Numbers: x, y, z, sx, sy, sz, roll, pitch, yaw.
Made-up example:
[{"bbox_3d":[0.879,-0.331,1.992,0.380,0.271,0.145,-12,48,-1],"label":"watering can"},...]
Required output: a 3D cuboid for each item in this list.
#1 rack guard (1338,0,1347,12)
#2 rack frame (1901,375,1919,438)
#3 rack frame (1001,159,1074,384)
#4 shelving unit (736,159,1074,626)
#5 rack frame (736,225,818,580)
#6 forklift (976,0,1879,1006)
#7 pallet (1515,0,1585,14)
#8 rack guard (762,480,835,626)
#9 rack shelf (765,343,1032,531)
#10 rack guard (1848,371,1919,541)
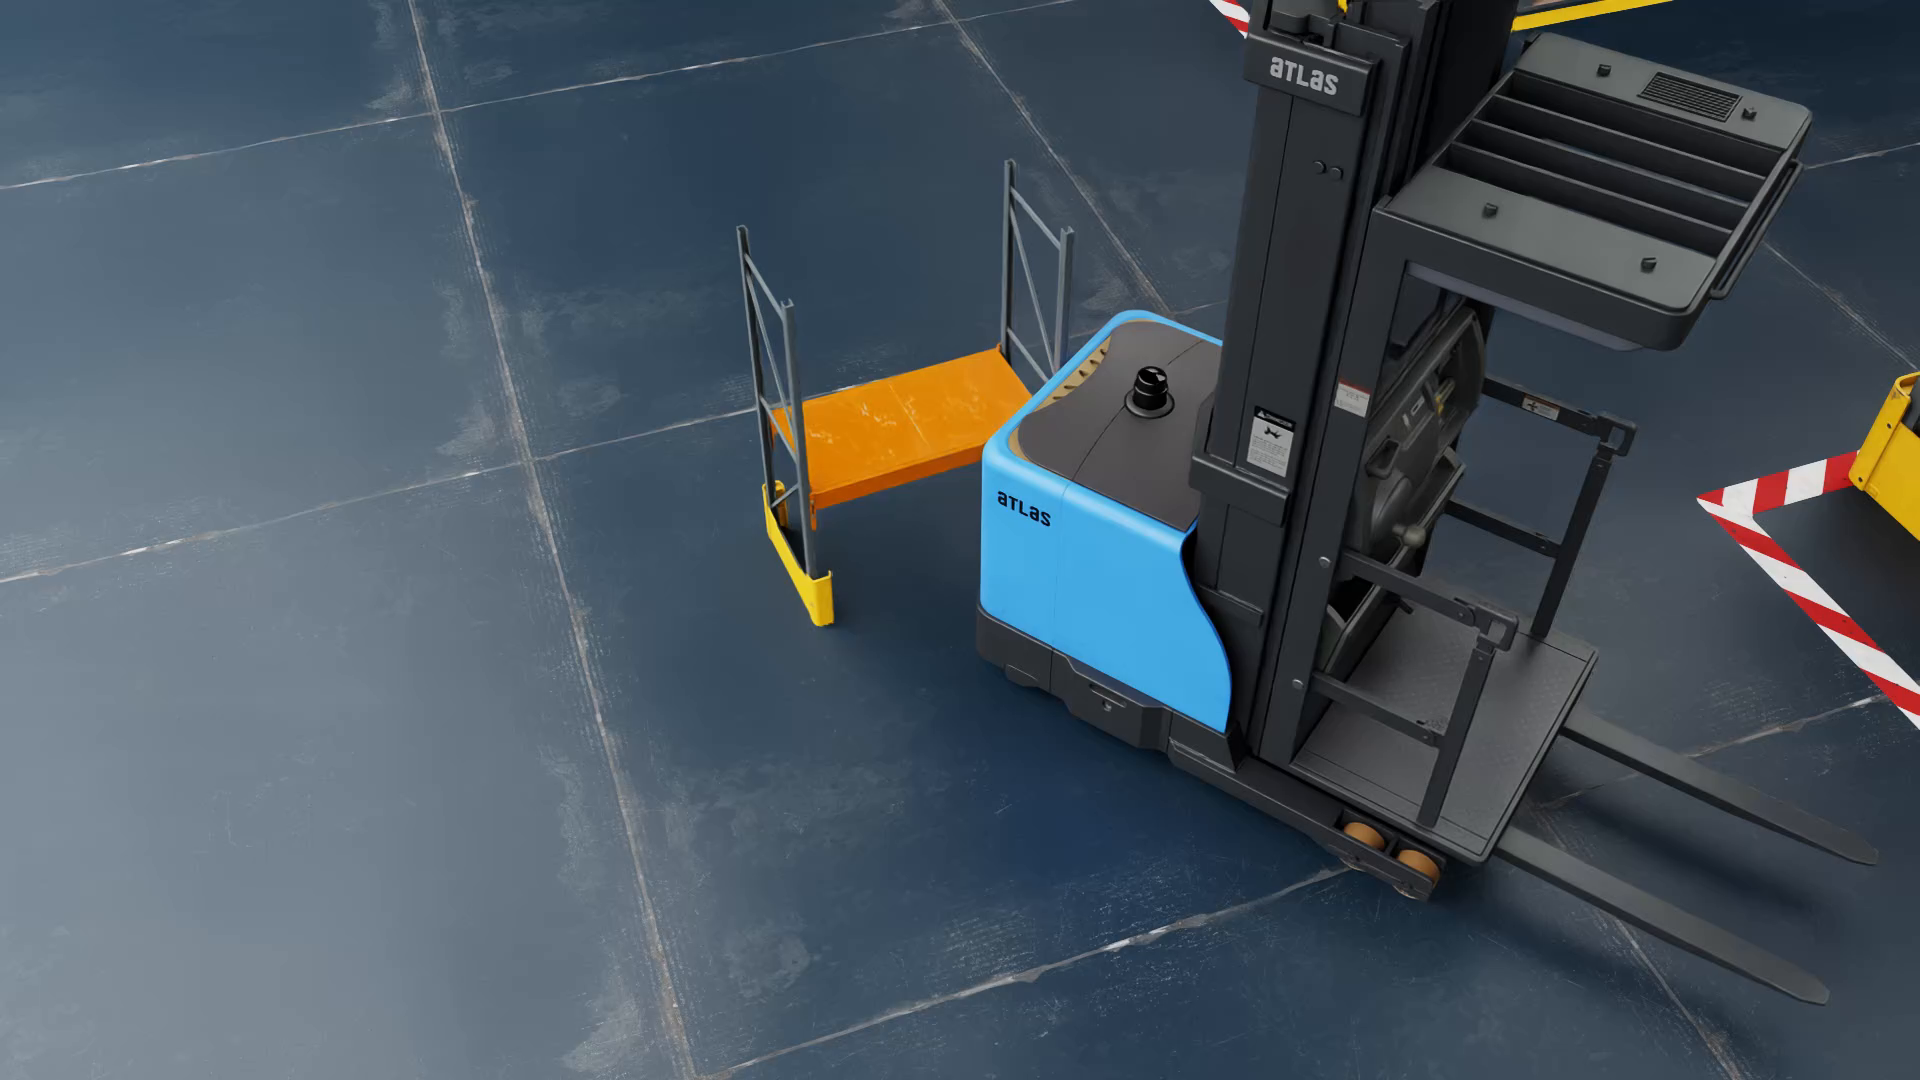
[{"bbox_3d":[2.392,-3.447,9.833,0.348,0.500,1.175,-14,47,-14],"label":"rack guard"},{"bbox_3d":[4.018,-0.981,5.609,0.127,3.000,1.000,-14,47,-14],"label":"rack frame"},{"bbox_3d":[0.276,-0.680,6.369,0.032,1.500,0.500,-17,48,-17],"label":"rack frame"},{"bbox_3d":[-0.180,-0.537,6.226,1.083,1.500,0.587,-17,48,-17],"label":"shelving unit"},{"bbox_3d":[-0.653,-0.388,6.078,0.032,1.500,0.500,-17,48,-17],"label":"rack frame"},{"bbox_3d":[1.562,-0.272,4.951,3.031,2.935,1.130,26,51,24],"label":"forklift"},{"bbox_3d":[3.158,-3.537,10.126,1.213,0.211,1.003,-14,47,-14],"label":"pallet"},{"bbox_3d":[-0.635,0.048,6.526,0.087,0.250,0.587,-17,48,-17],"label":"rack guard"},{"bbox_3d":[-0.189,-0.407,6.351,1.000,0.185,0.538,-17,48,-17],"label":"rack shelf"},{"bbox_3d":[4.090,-0.116,6.513,0.348,0.500,1.175,-14,47,-14],"label":"rack guard"}]
